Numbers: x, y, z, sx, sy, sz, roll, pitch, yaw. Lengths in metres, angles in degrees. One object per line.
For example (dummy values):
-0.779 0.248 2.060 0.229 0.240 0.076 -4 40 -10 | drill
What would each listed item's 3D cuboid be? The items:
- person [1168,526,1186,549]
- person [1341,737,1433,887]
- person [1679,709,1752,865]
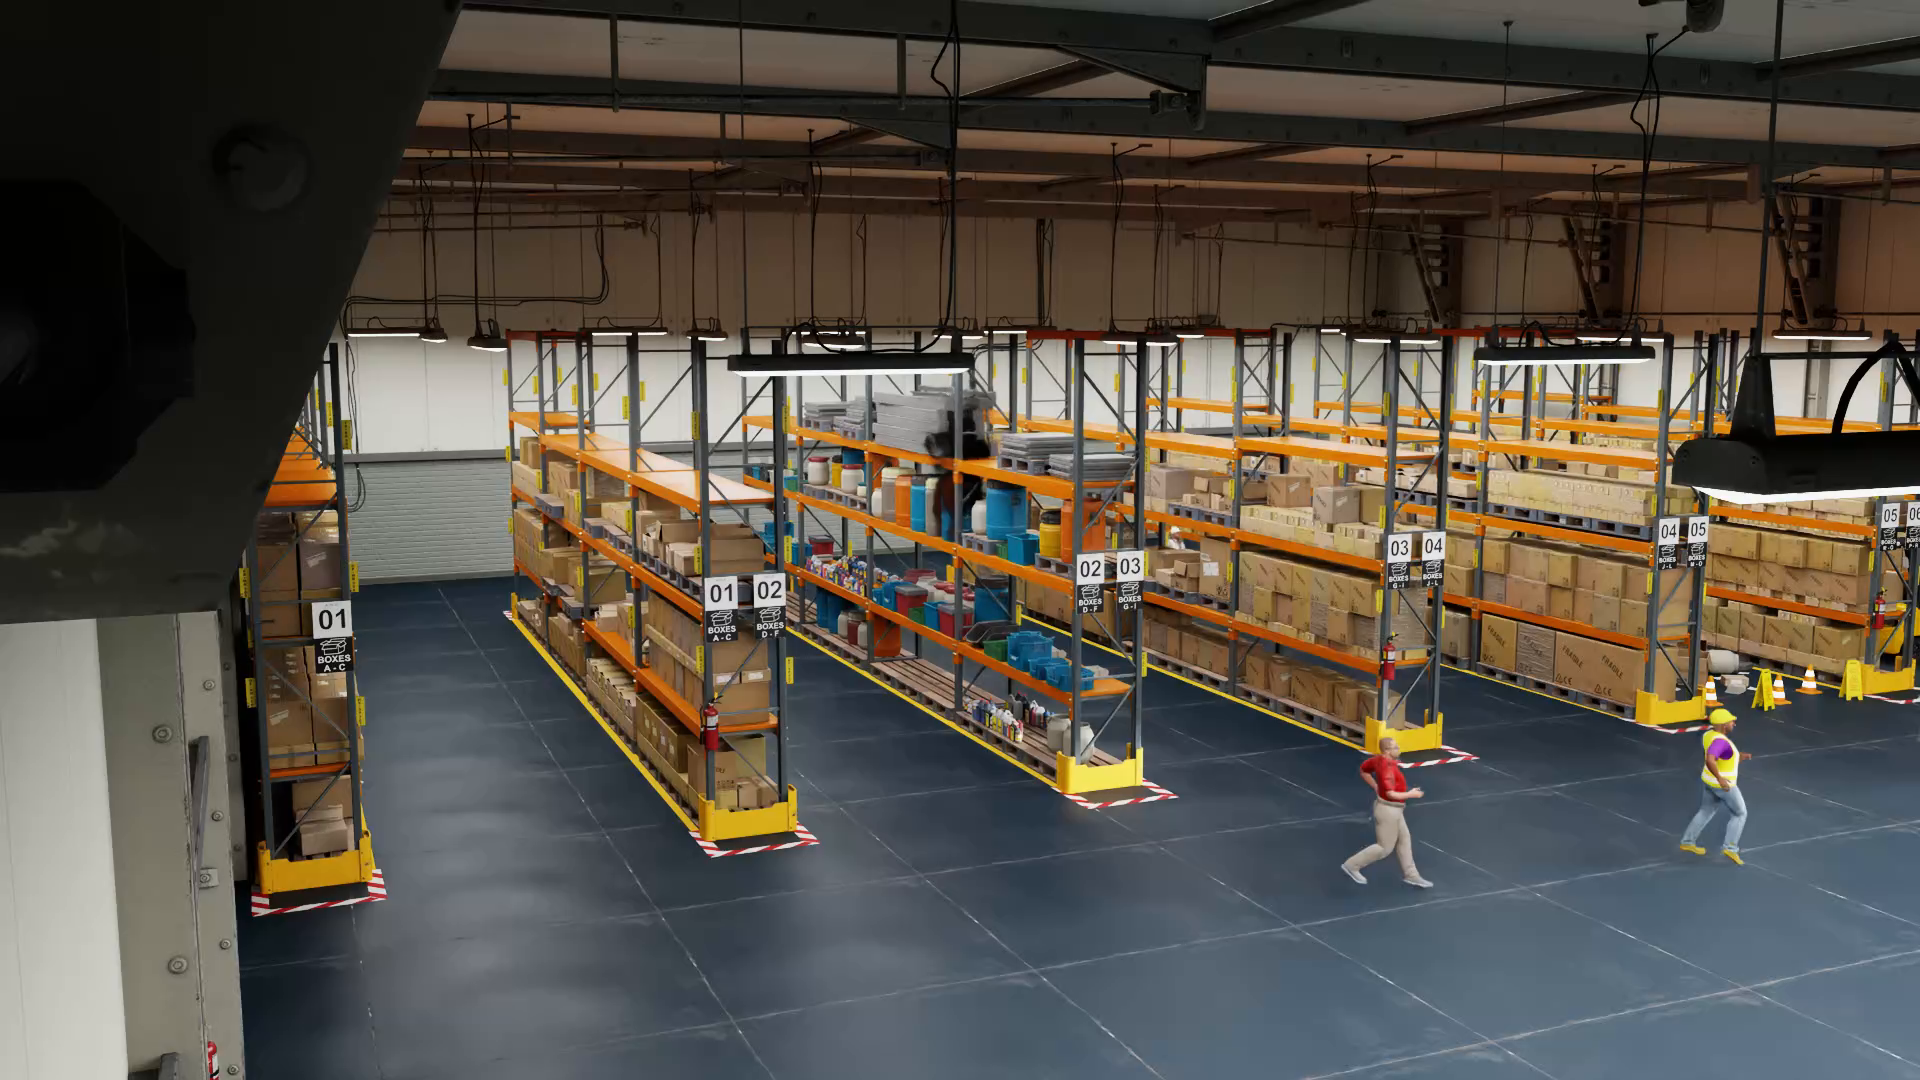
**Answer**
4.702 0.565 36.158 0.657 1.722 0.582 -6 10 -35 | person
4.717 3.003 18.281 1.032 1.708 0.675 1 8 5 | person
8.780 2.855 19.230 0.770 1.831 0.672 0 8 -1 | person
